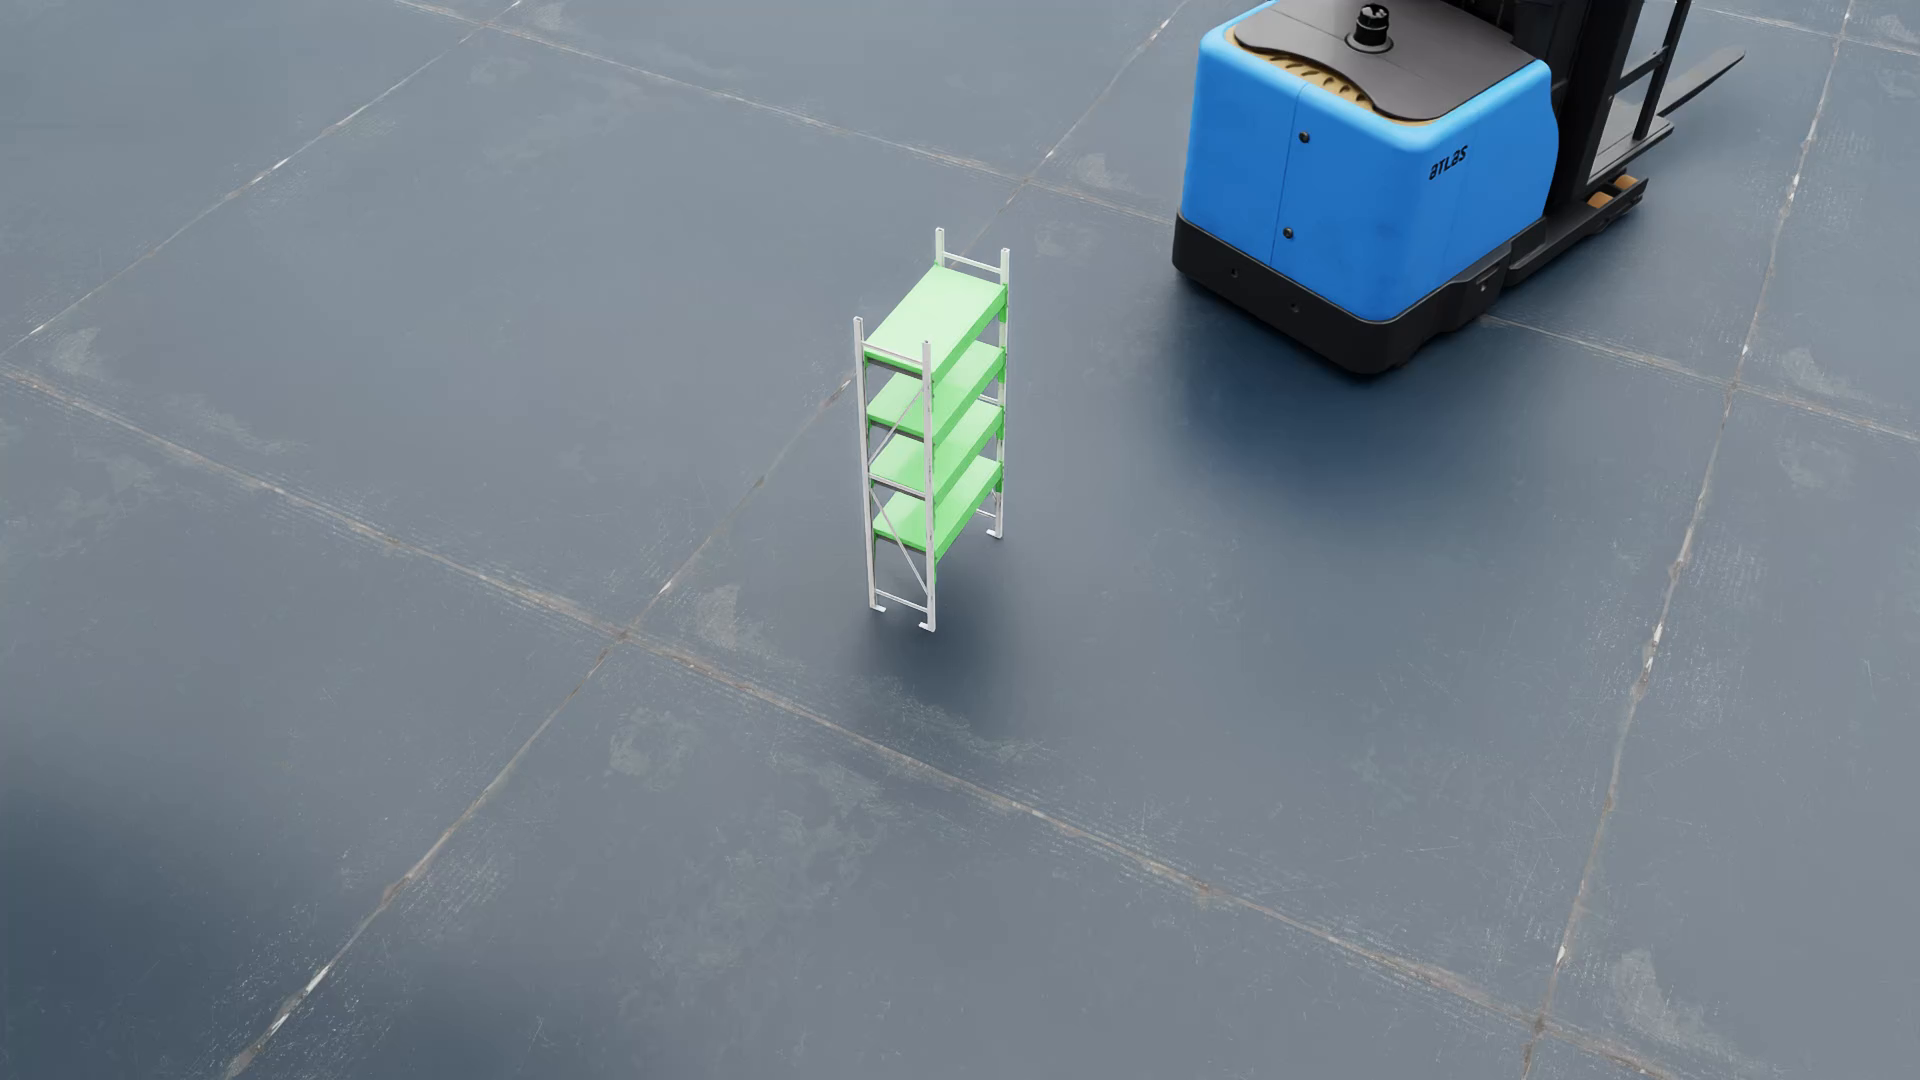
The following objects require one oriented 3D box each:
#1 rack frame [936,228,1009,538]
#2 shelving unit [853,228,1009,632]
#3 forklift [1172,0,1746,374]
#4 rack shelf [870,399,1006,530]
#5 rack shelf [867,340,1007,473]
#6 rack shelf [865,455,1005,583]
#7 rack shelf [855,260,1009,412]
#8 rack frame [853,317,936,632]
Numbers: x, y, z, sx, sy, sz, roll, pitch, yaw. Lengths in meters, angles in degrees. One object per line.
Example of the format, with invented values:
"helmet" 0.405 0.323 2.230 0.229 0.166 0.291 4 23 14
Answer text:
"rack frame" 0.036 -0.471 5.372 0.240 1.200 0.015 20 49 19
"shelving unit" -0.077 -0.317 5.220 0.258 1.200 0.503 20 49 19
"forklift" 2.287 -2.577 6.236 3.031 2.935 1.130 -33 54 -28
"rack shelf" -0.077 -0.273 5.266 0.258 0.148 0.480 20 49 19
"rack shelf" -0.077 -0.441 5.095 0.258 0.148 0.480 20 49 19
"rack shelf" -0.077 -0.104 5.436 0.258 0.148 0.480 20 49 19
"rack shelf" -0.077 -0.610 4.924 0.258 0.148 0.480 20 49 19
"rack frame" -0.190 -0.164 5.068 0.240 1.200 0.015 20 49 19
